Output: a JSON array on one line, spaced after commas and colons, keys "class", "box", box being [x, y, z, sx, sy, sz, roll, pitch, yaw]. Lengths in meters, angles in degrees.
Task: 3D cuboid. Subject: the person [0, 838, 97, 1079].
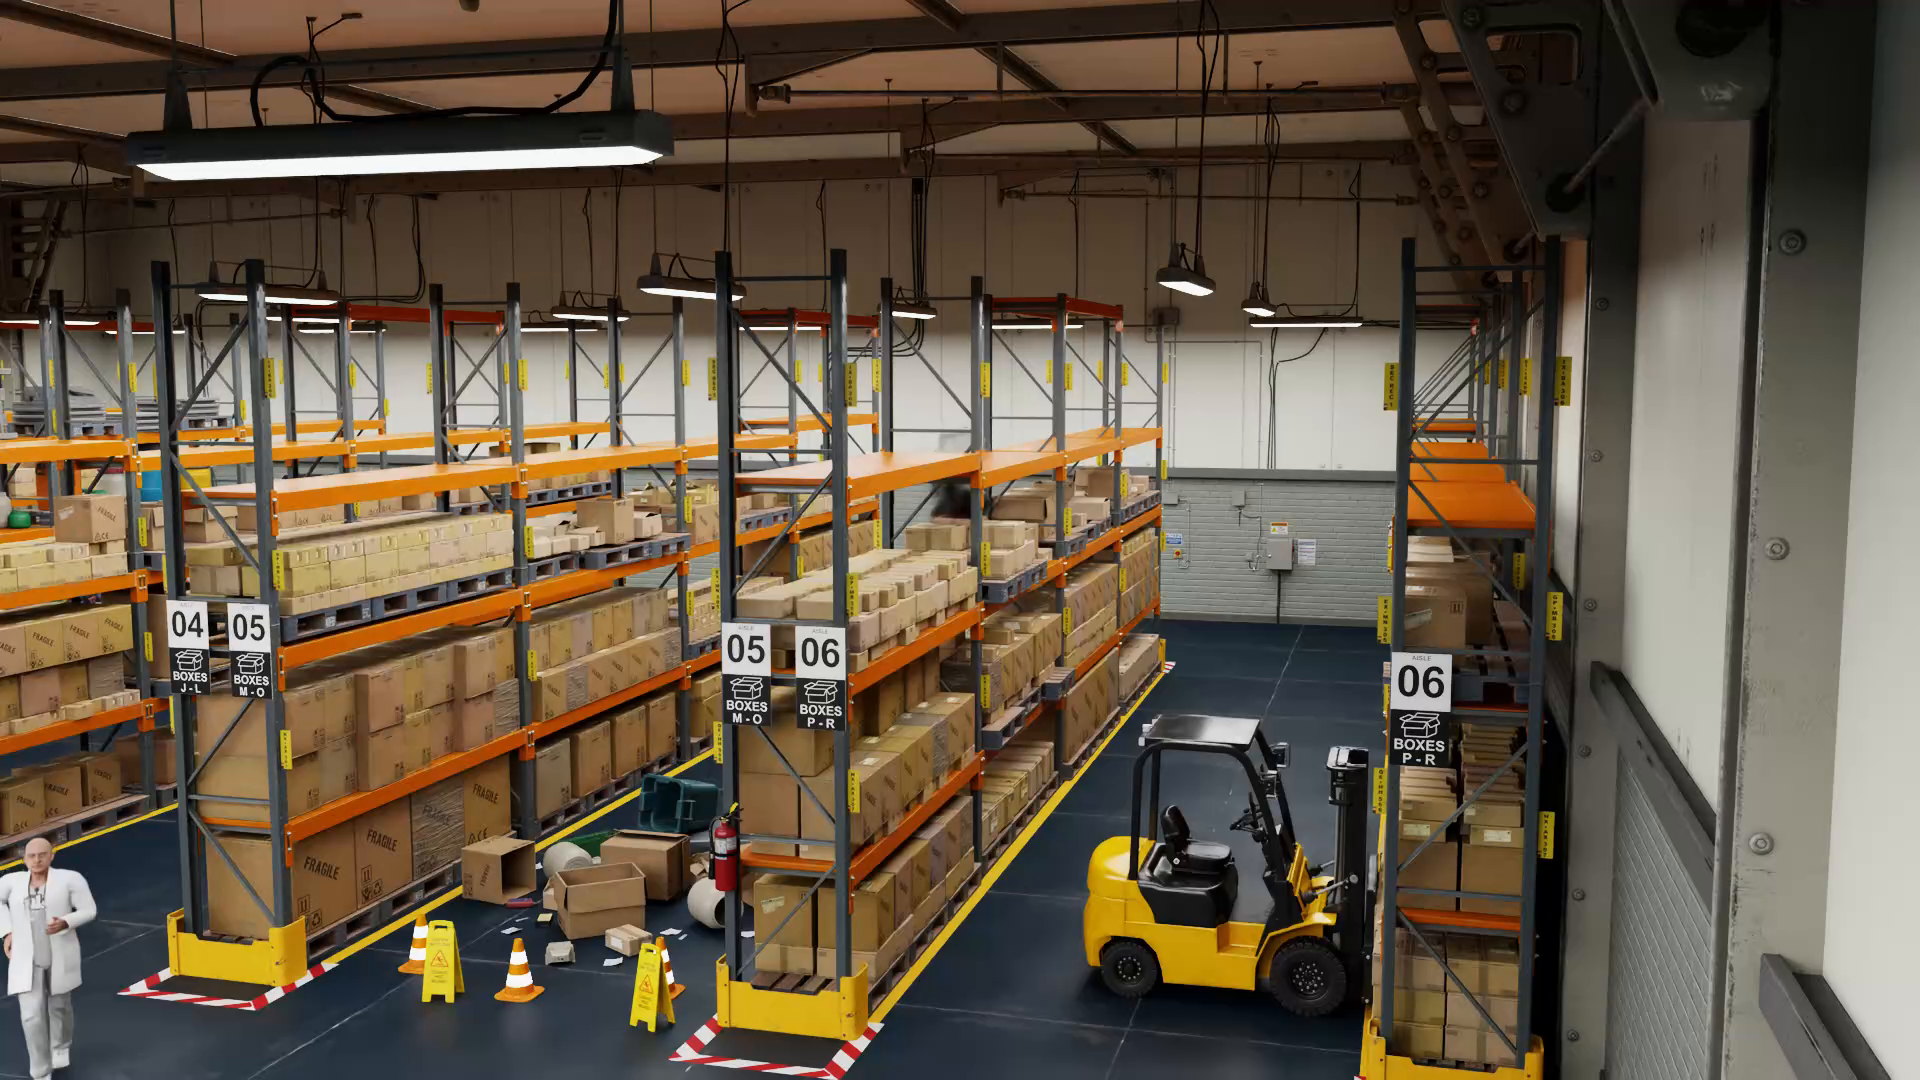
[{"class": "person", "box": [-6.552, 3.019, 11.901, 0.700, 1.823, 0.852, -3, 7, -25]}]
